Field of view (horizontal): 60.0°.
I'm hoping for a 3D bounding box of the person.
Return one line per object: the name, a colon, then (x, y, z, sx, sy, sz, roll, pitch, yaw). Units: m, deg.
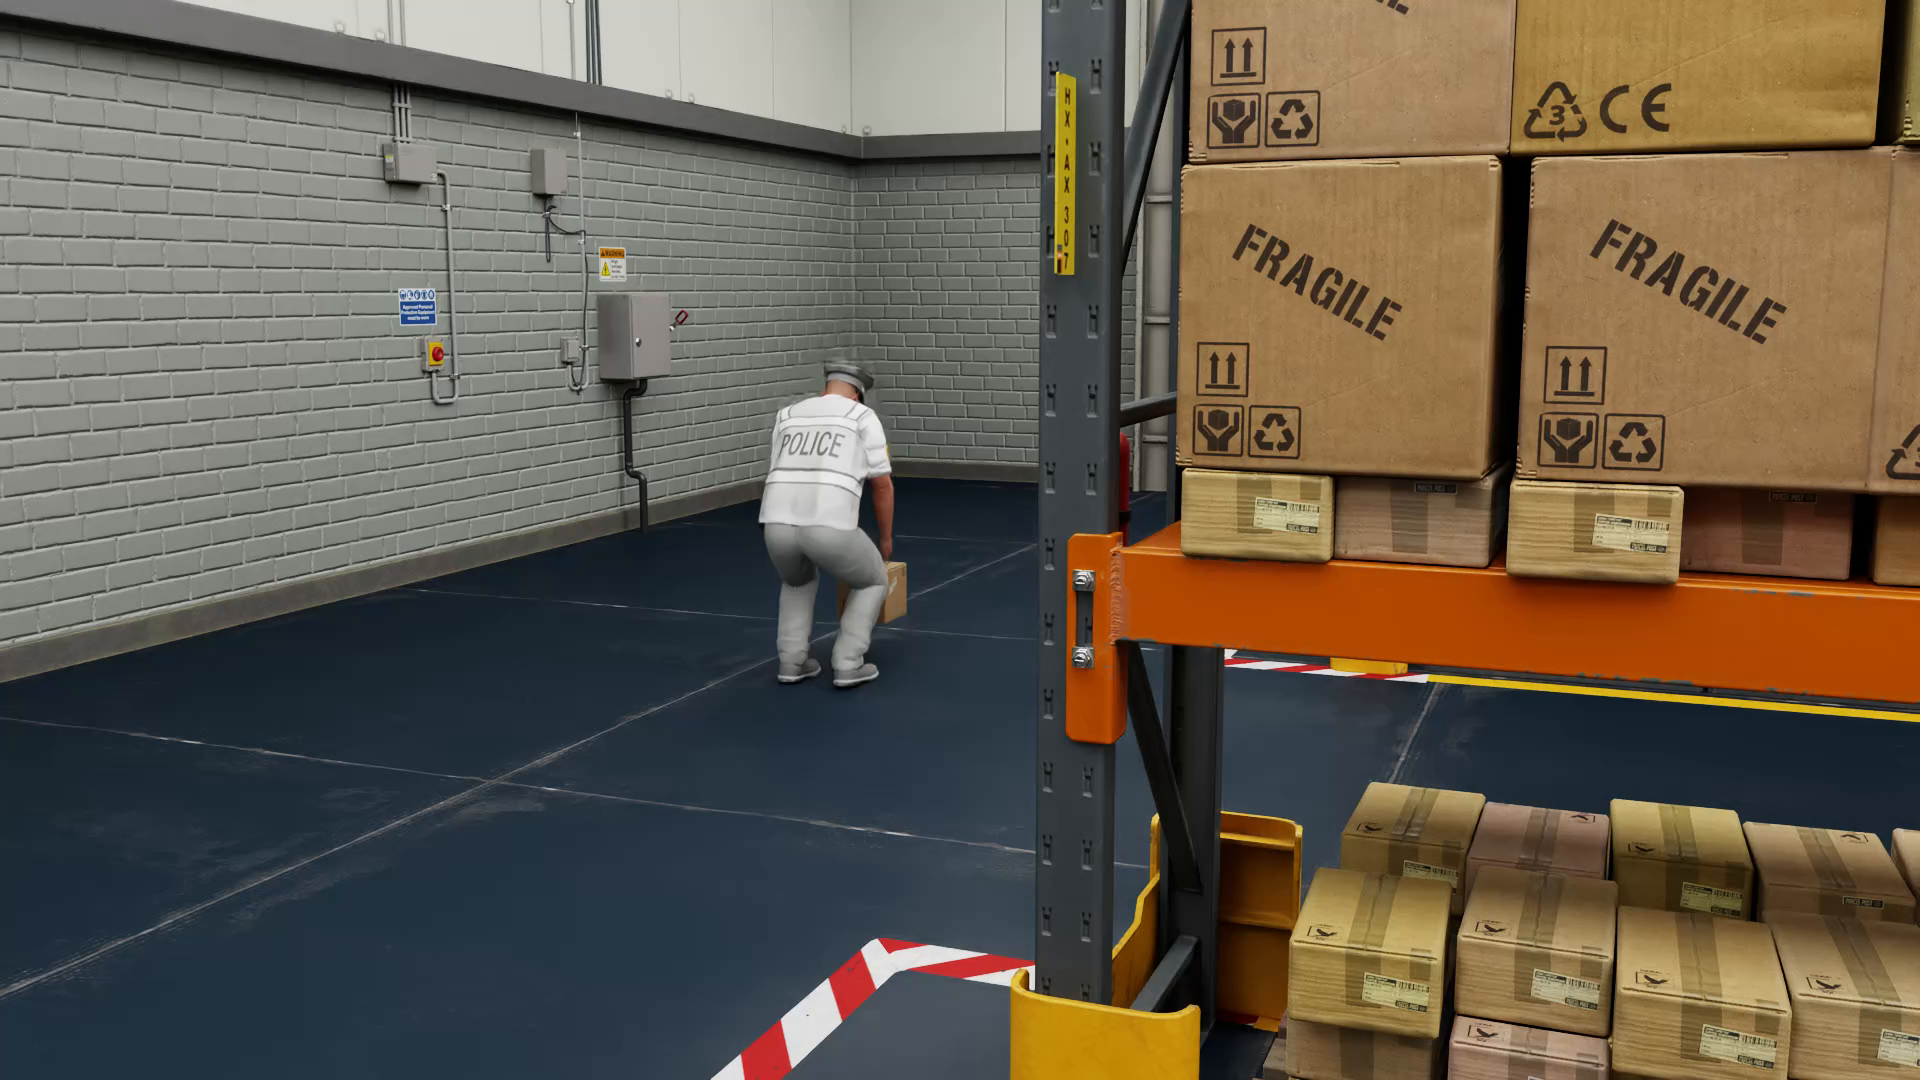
person: (-0.614, -0.072, 7.460, 0.591, 1.412, 0.808, 3, 9, 21)
